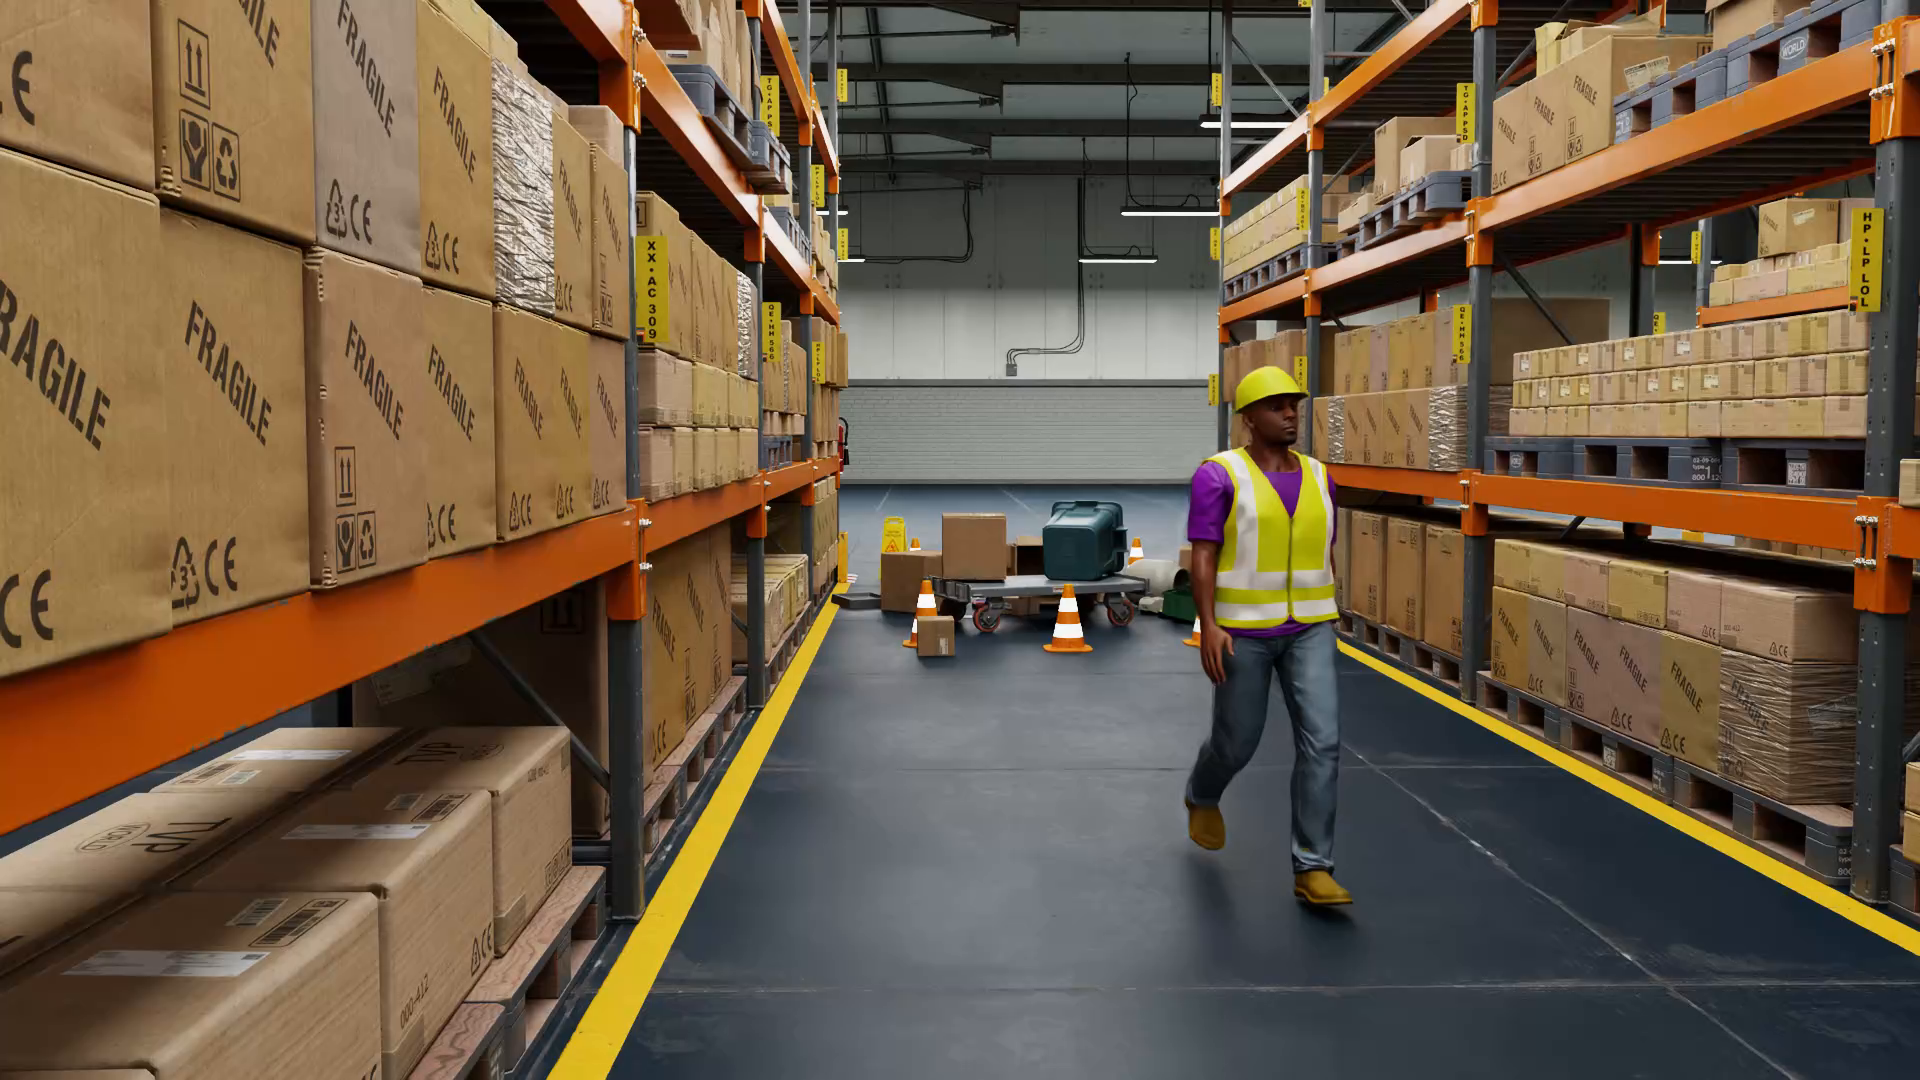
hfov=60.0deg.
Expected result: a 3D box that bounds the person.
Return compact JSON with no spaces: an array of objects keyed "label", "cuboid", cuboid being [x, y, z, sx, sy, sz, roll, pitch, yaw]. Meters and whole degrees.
[{"label":"person","cuboid":[1.029,0.289,5.564,0.558,1.735,0.917,-1,4,-10]}]
